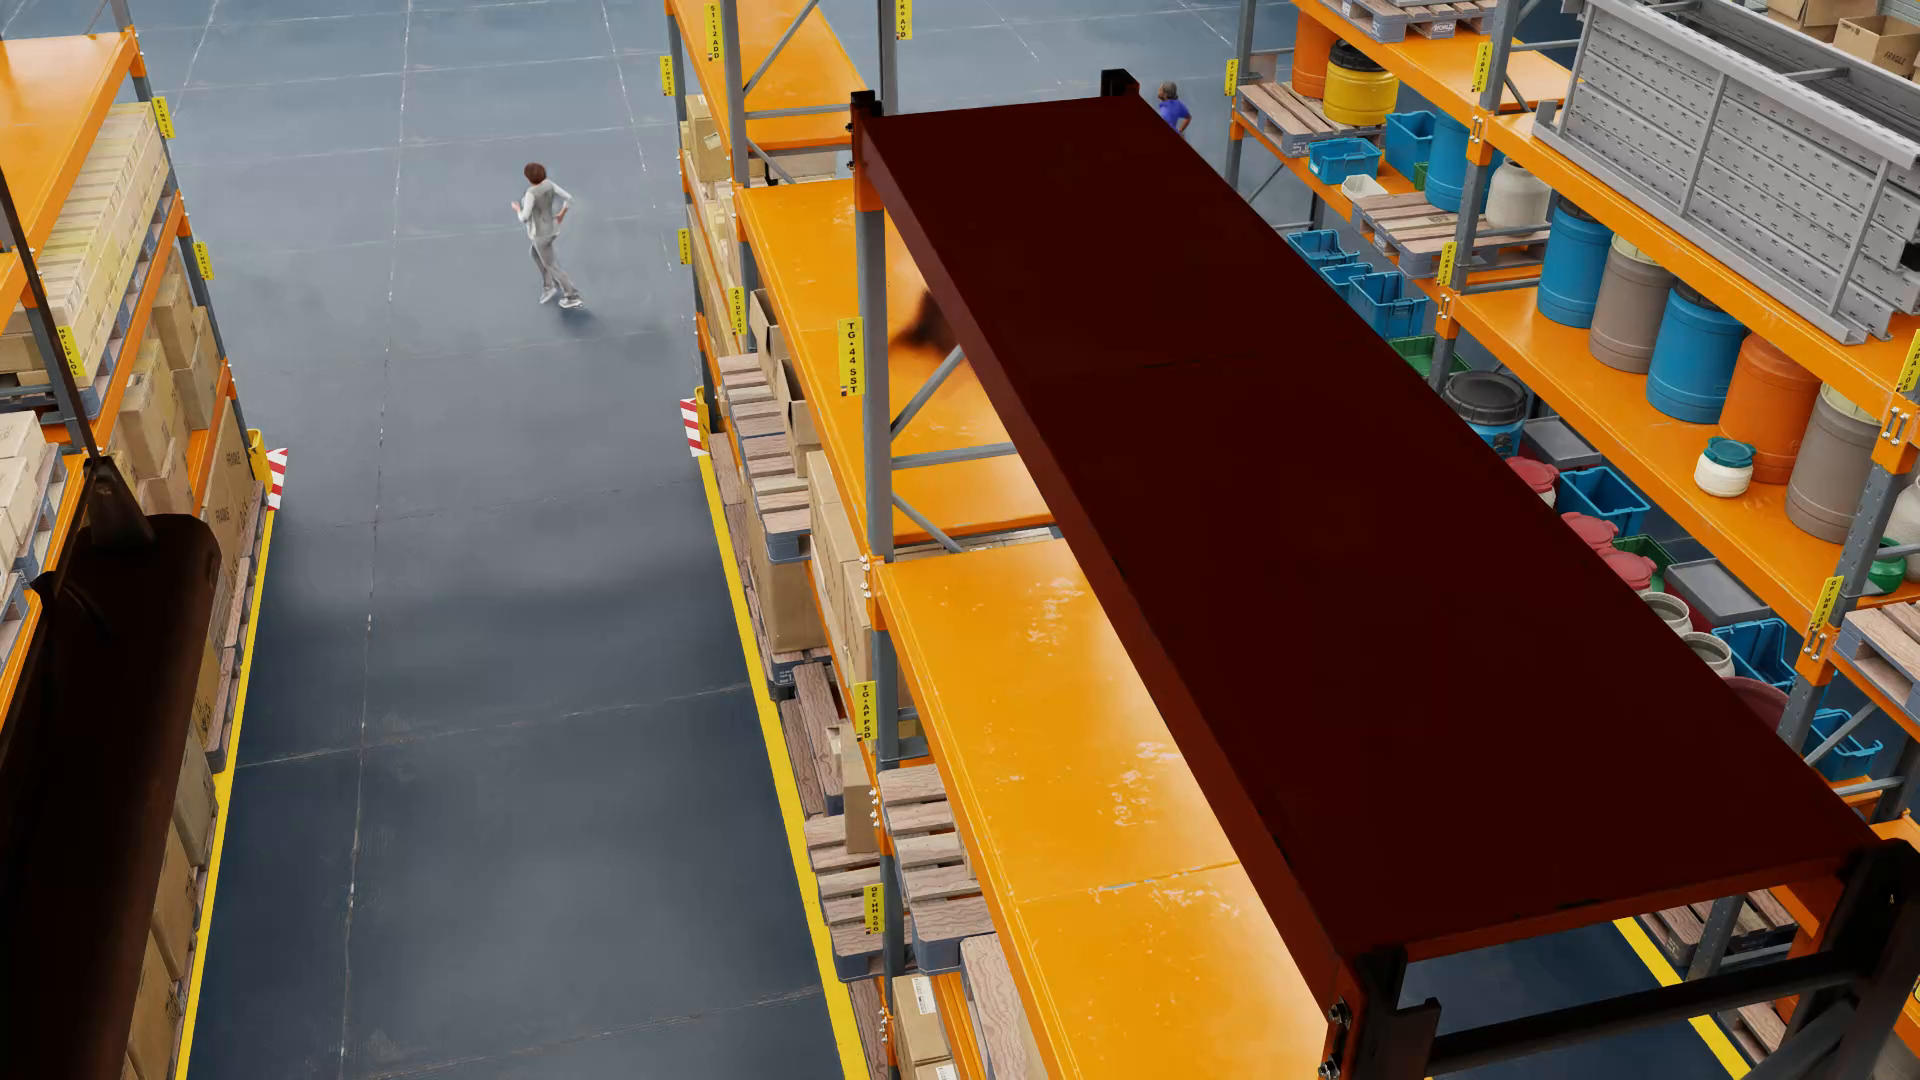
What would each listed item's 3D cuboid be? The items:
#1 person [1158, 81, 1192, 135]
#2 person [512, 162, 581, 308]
[{"bbox_3d":[2.352,-4.472,19.193,0.682,1.675,0.549,8,35,11],"label":"person"},{"bbox_3d":[-4.304,-3.149,17.276,0.711,1.644,0.504,11,36,15],"label":"person"}]
